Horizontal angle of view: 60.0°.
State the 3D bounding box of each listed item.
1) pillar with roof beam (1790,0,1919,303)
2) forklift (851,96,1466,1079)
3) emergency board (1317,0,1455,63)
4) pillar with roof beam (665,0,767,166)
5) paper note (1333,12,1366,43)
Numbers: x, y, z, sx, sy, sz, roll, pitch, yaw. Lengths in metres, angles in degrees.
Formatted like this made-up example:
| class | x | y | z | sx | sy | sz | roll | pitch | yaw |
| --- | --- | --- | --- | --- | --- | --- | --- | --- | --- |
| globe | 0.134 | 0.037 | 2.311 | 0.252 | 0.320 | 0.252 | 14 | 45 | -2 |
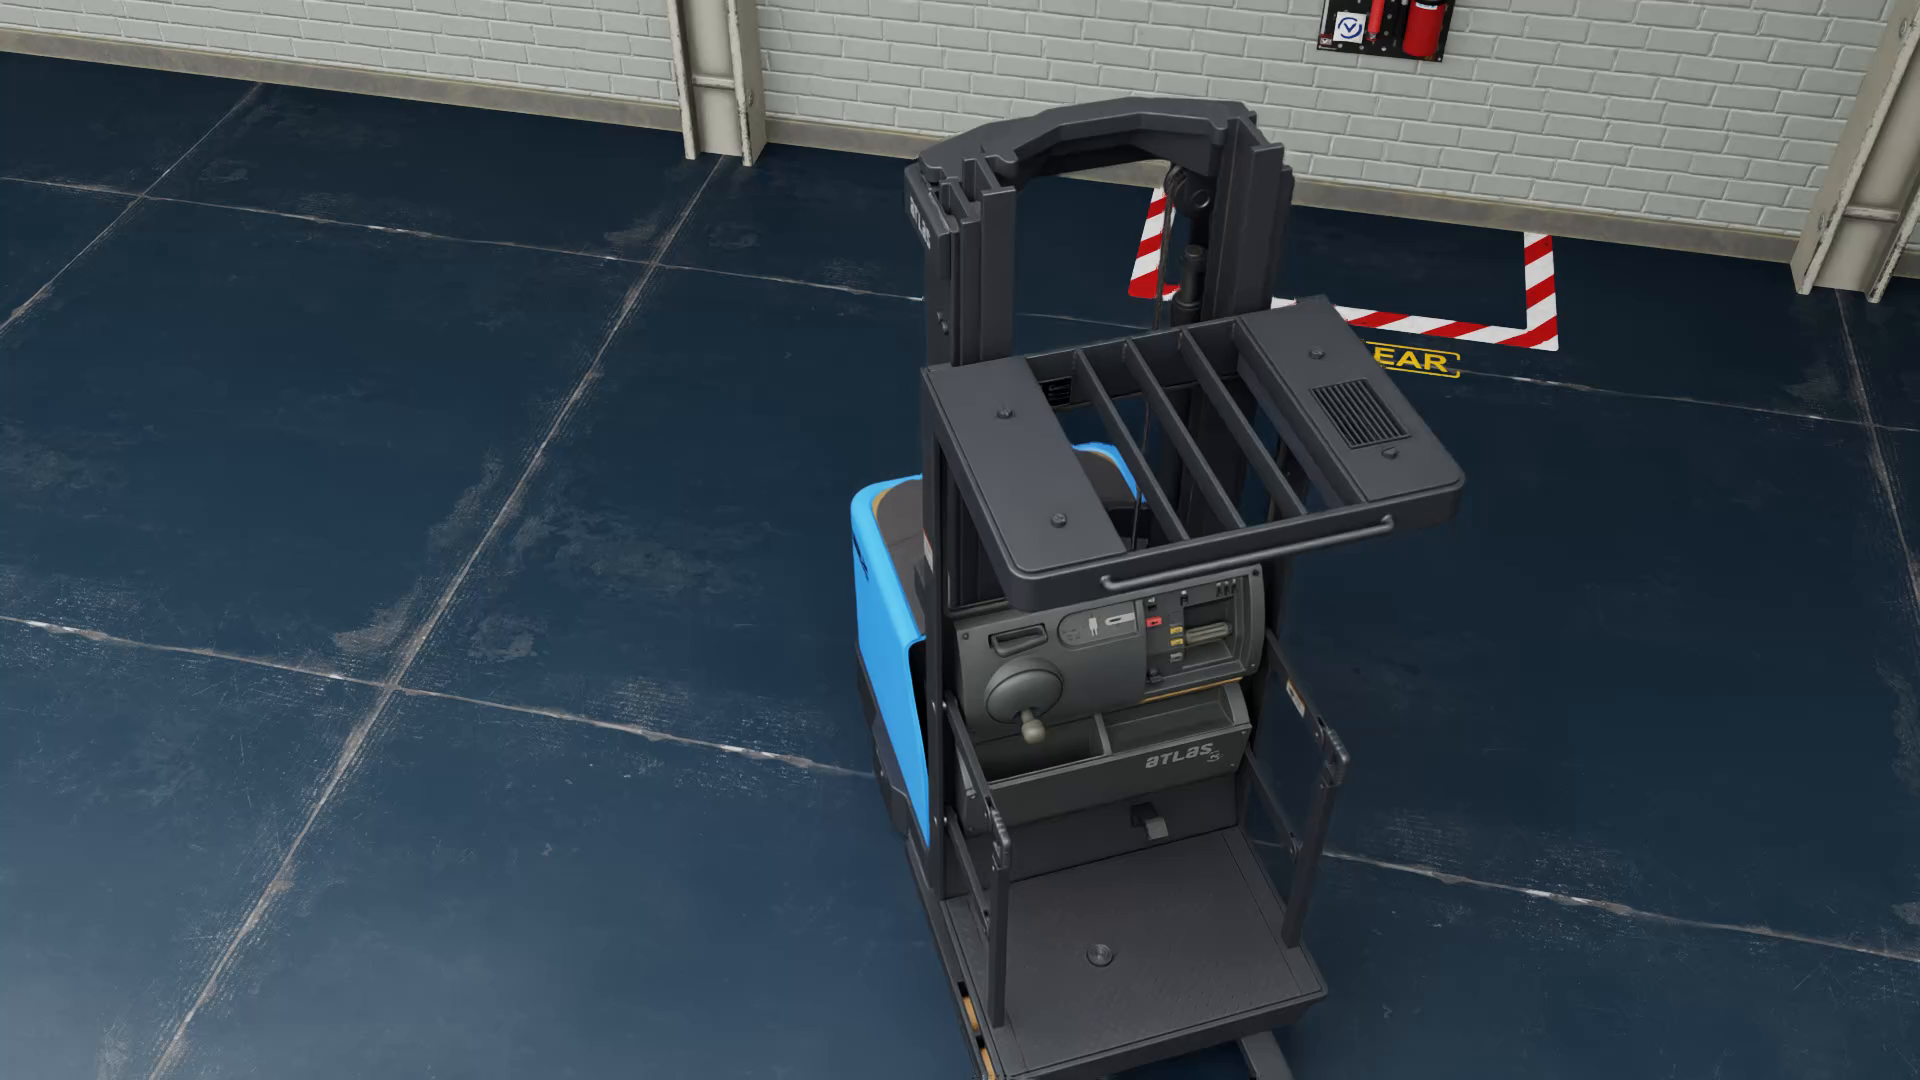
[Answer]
| class | x | y | z | sx | sy | sz | roll | pitch | yaw |
| --- | --- | --- | --- | --- | --- | --- | --- | --- | --- |
| pillar with roof beam | 3.580 | -1.668 | 2.454 | 0.400 | 9.000 | 9.100 | 9 | 45 | 9 |
| forklift | 0.508 | 0.415 | 4.665 | 1.130 | 2.935 | 3.031 | -12 | 45 | -12 |
| emergency board | 2.116 | -2.820 | 7.976 | 0.643 | 1.169 | 0.194 | 9 | 45 | 9 |
| pillar with roof beam | -2.276 | -2.576 | 3.397 | 0.400 | 9.000 | 9.100 | 9 | 45 | 9 |
| paper note | 1.959 | -2.576 | 8.358 | 0.142 | 0.148 | 0.016 | 9 | 45 | 9 |
